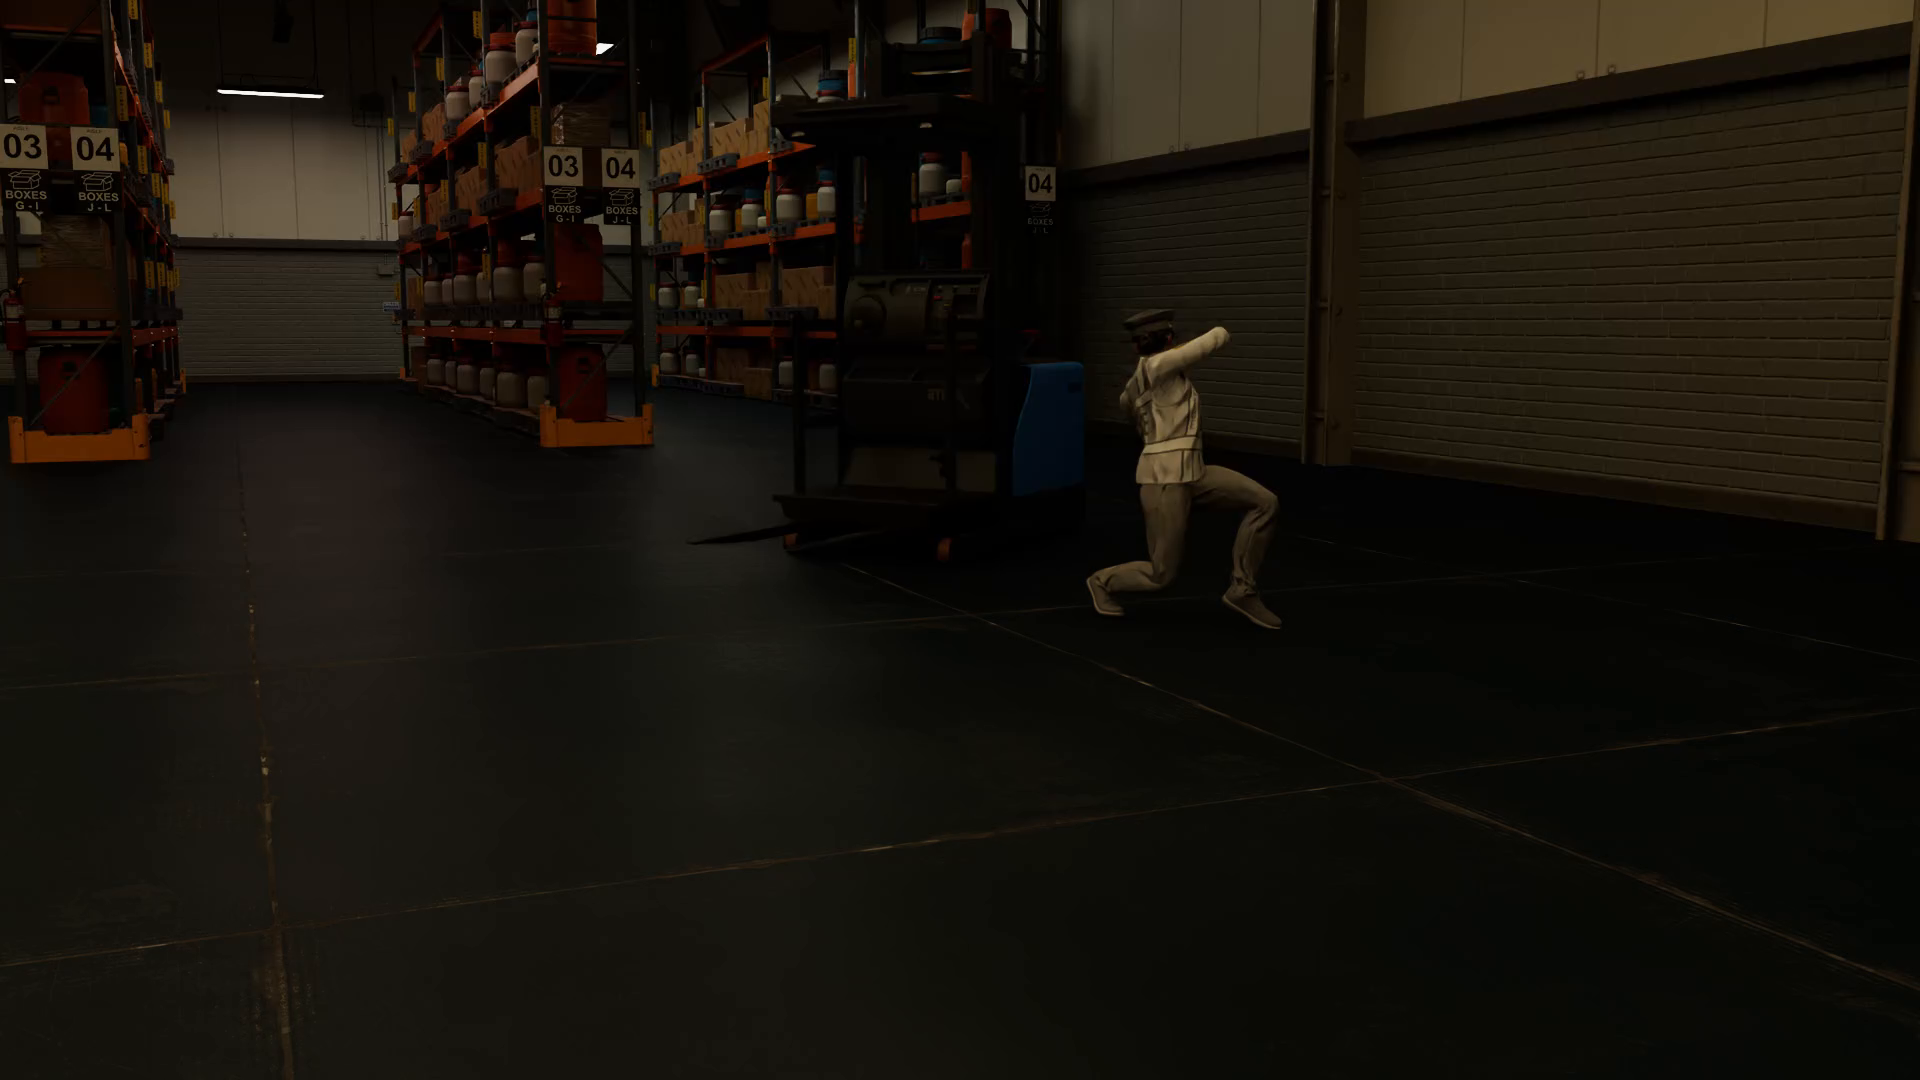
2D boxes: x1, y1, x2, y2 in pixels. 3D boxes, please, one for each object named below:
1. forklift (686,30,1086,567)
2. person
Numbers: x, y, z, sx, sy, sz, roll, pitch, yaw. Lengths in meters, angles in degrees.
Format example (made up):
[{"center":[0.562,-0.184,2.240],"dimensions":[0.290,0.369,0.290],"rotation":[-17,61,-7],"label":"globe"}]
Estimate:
[{"center":[-0.355,-1.373,9.353],"dimensions":[1.130,2.935,3.031],"rotation":[4,9,29],"label":"forklift"},{"center":[1.057,-0.341,7.489],"dimensions":[0.931,1.378,0.889],"rotation":[3,8,24],"label":"person"}]
